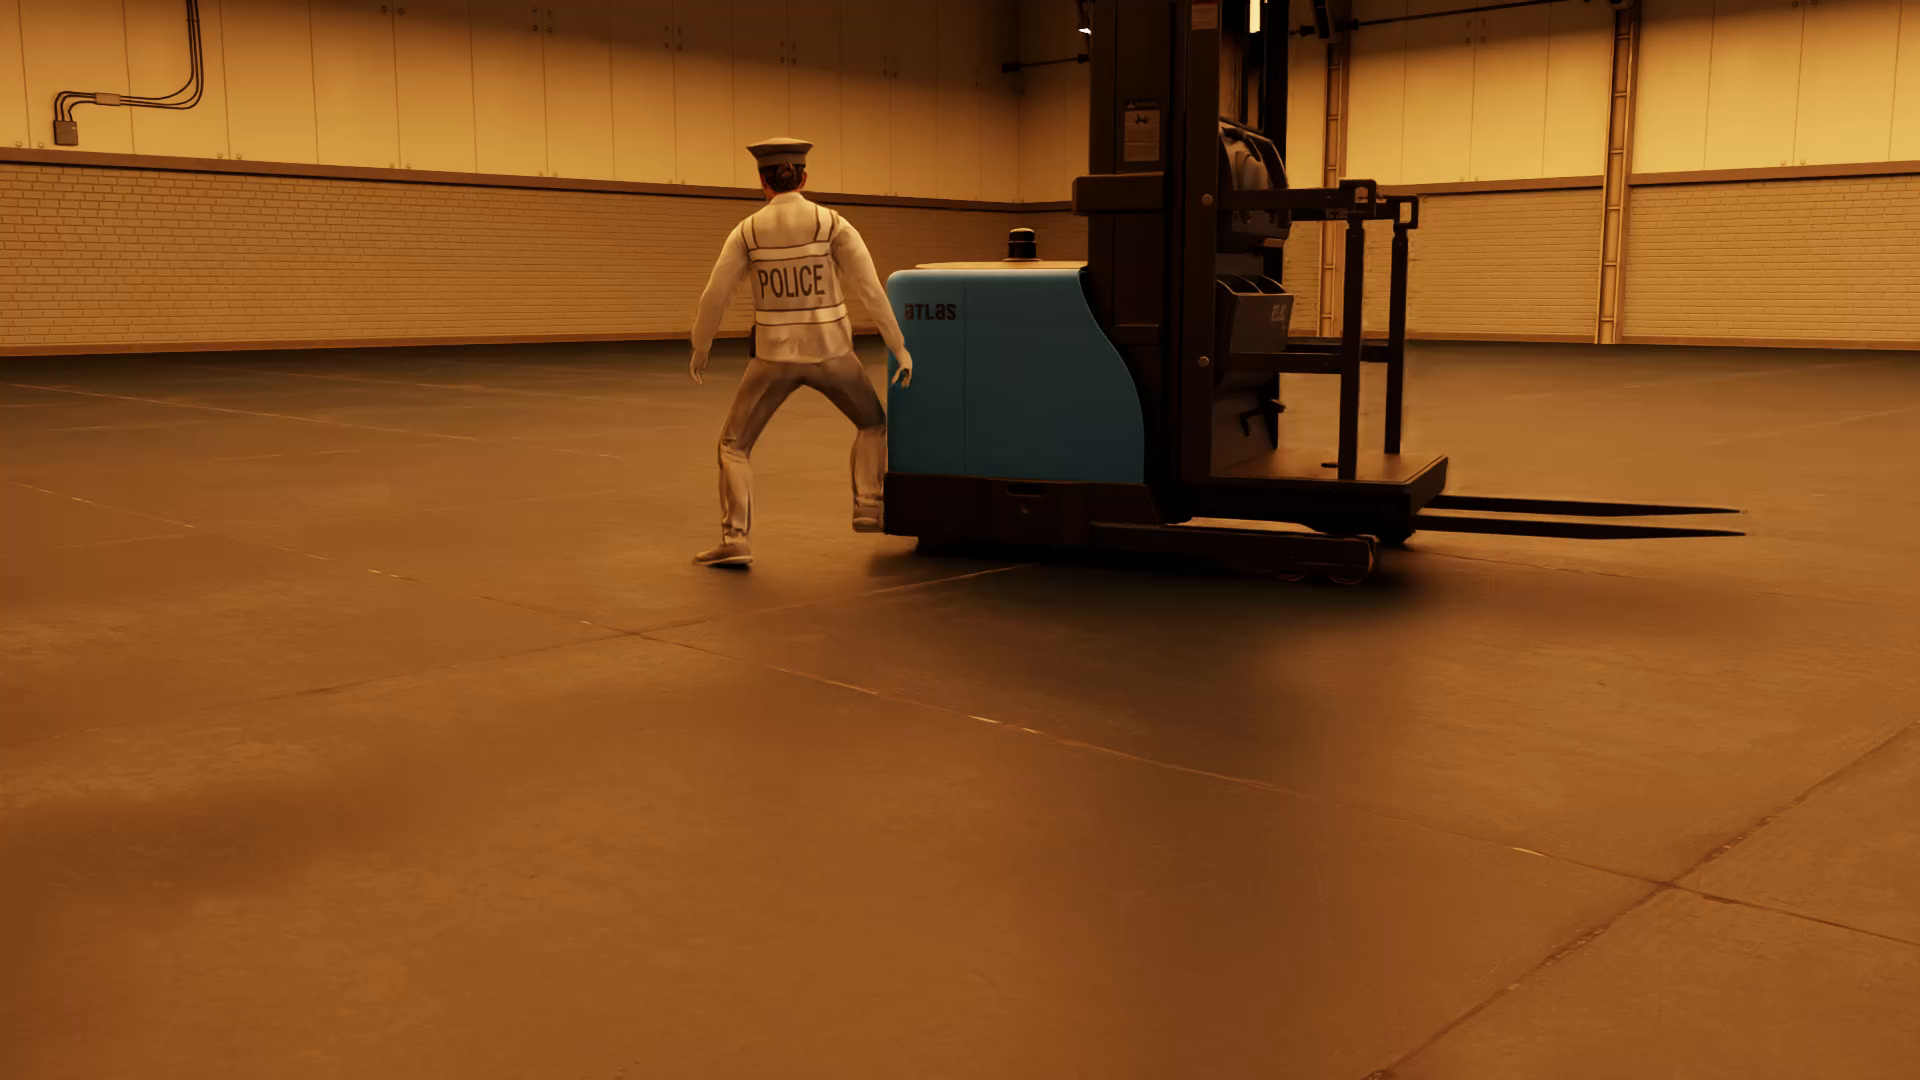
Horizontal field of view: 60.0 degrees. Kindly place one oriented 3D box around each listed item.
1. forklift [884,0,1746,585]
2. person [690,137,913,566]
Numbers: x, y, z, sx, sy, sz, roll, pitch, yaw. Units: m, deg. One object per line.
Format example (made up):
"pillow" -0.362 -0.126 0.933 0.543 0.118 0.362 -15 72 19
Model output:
"forklift" 1.271 -1.384 6.063 3.031 2.935 1.130 4 9 23
"person" -0.603 -0.693 6.183 0.856 1.566 0.573 0 9 2
